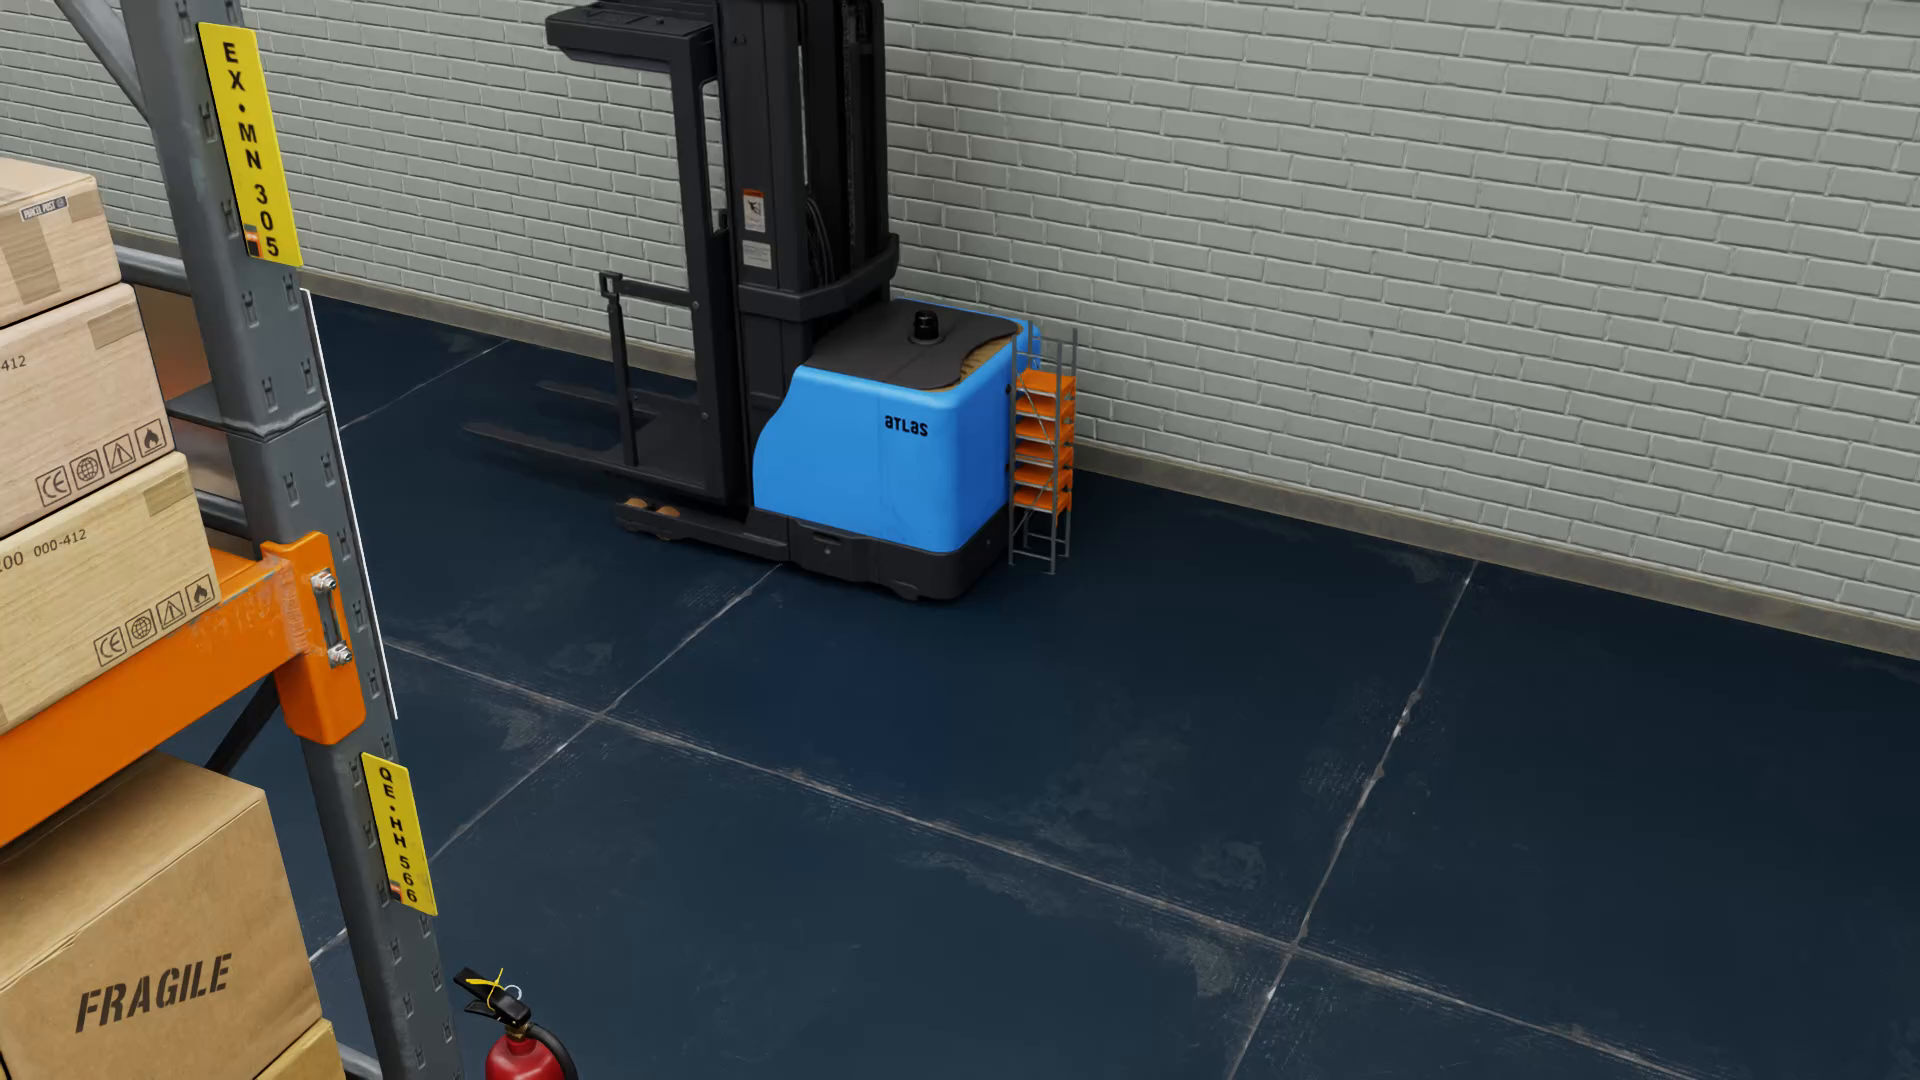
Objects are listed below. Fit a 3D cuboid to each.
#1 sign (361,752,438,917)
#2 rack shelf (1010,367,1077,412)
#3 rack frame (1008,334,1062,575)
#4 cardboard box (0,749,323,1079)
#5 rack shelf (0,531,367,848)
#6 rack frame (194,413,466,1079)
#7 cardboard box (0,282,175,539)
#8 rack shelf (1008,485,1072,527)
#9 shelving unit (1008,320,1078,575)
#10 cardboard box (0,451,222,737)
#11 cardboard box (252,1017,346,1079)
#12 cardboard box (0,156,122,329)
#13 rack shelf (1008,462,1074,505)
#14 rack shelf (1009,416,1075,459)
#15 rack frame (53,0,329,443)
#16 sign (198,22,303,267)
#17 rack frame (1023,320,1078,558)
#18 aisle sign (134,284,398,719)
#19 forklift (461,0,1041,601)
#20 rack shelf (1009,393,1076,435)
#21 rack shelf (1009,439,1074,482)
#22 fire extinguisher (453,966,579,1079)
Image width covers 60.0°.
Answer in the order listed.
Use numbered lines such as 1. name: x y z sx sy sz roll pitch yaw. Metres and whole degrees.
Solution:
1. sign: -0.966 0.511 2.868 0.100 0.325 0.005 14 33 23
2. rack shelf: 0.382 -0.692 7.616 0.258 0.103 0.180 13 32 22
3. rack frame: 0.343 -0.377 7.701 0.240 1.200 0.006 13 32 22
4. cardboard box: -1.438 0.669 2.670 0.500 0.500 0.500 14 33 22
5. rack shelf: -2.362 0.913 1.358 1.077 0.370 4.000 14 33 23
6. rack frame: -1.451 1.015 3.470 1.000 3.000 0.127 14 33 23
7. cardboard box: -1.434 -0.175 2.180 0.500 0.250 0.500 13 32 22
8. rack shelf: 0.382 -0.171 7.915 0.258 0.103 0.180 13 32 22
9. shelving unit: 0.382 -0.418 7.773 0.258 1.200 0.189 13 32 22
10. cardboard box: -1.422 0.041 2.305 0.500 0.250 0.500 14 33 22
11. cardboard box: -1.426 1.101 2.922 0.500 0.500 0.500 15 33 24
12. cardboard box: -1.340 -0.396 2.164 0.380 0.149 0.250 14 33 23
13. rack shelf: 0.382 -0.275 7.855 0.258 0.103 0.180 13 32 22
14. rack shelf: 0.382 -0.484 7.736 0.258 0.103 0.180 13 32 22
15. rack frame: -1.451 -1.586 1.976 1.000 3.000 0.127 14 33 23
16. sign: -0.966 -0.535 2.268 0.100 0.325 0.005 14 33 23
17. rack frame: 0.421 -0.459 7.845 0.240 1.200 0.006 13 32 22
18. aisle sign: -1.150 -0.076 2.760 0.394 0.787 0.004 14 33 23
19. forklift: -1.153 -1.487 7.897 3.031 2.935 1.130 14 33 23
20. rack shelf: 0.382 -0.588 7.676 0.258 0.103 0.180 13 32 22
21. rack shelf: 0.382 -0.380 7.795 0.258 0.103 0.180 13 32 22
22. fire extinguisher: -0.925 1.204 3.594 0.296 0.674 0.183 14 33 23
